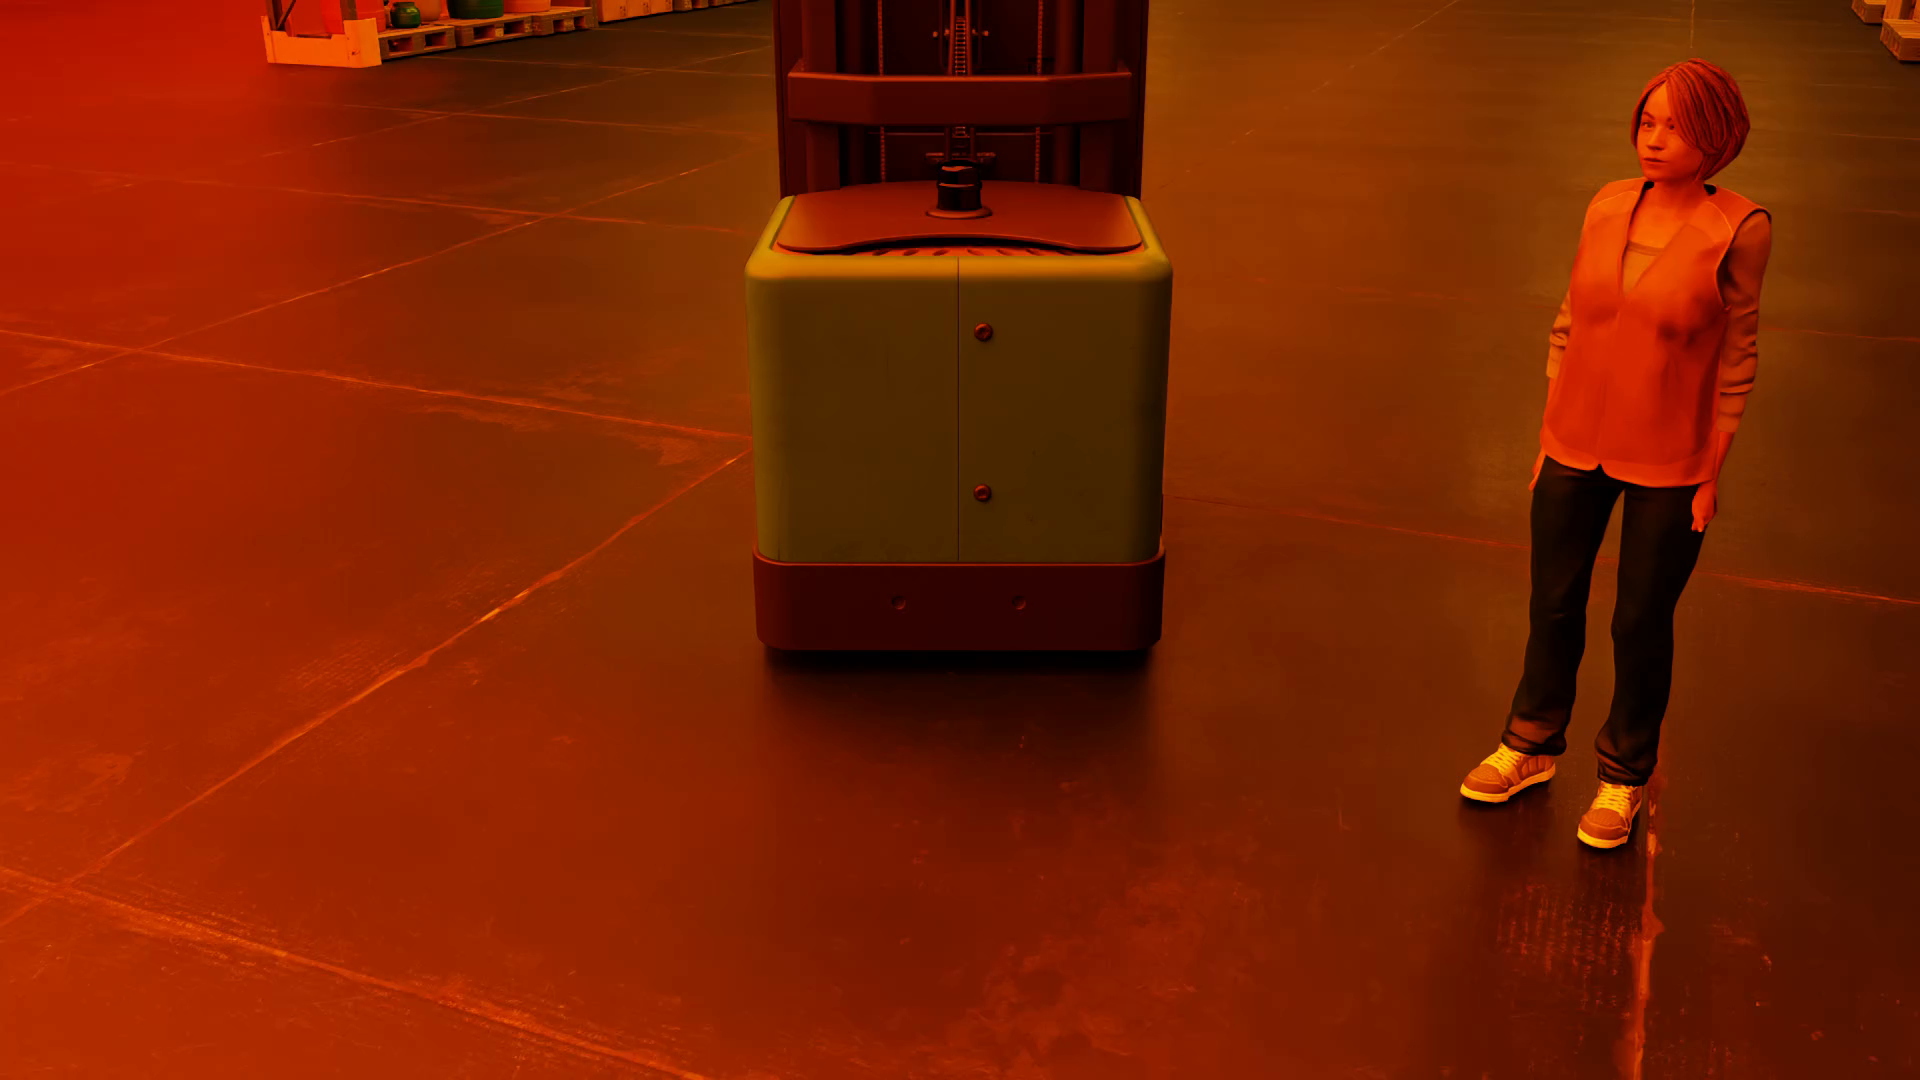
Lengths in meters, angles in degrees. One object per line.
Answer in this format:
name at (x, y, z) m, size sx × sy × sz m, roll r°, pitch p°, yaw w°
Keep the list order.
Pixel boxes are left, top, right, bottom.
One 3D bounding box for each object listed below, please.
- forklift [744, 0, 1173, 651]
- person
forklift at (0.002, -1.587, 5.089) m, size 1.130 × 2.935 × 3.031 m, roll 0°, pitch 23°, yaw 0°
person at (1.351, -0.149, 3.375) m, size 0.406 × 1.603 × 0.316 m, roll 20°, pitch 30°, yaw 39°
